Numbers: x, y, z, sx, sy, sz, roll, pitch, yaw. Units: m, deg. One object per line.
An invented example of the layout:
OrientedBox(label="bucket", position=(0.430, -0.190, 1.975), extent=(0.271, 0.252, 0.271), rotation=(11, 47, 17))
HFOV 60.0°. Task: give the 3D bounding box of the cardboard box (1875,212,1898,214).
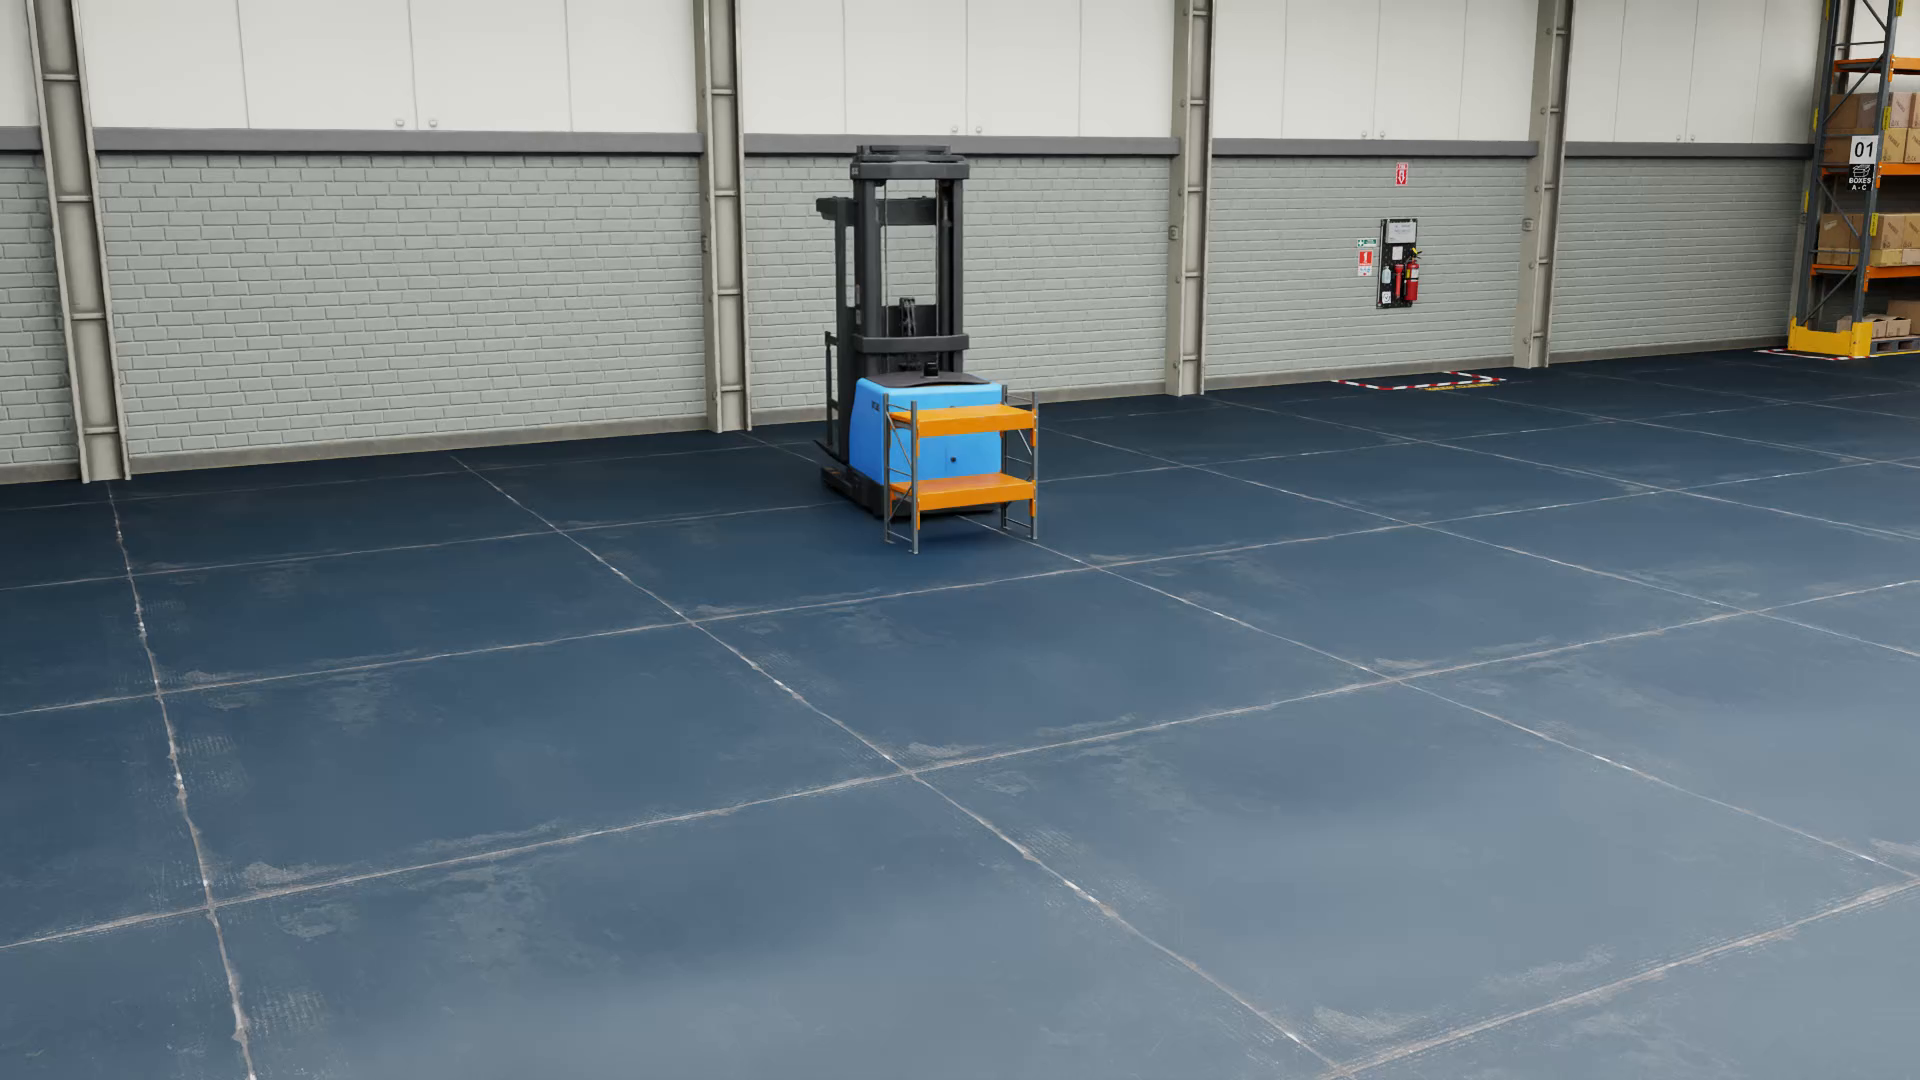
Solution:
OrientedBox(label="cardboard box", position=(14.331, -4.805, 25.715), extent=(0.500, 0.500, 0.500), rotation=(-7, 15, -29))

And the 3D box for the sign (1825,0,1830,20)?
OrientedBox(label="sign", position=(12.872, -7.874, 24.615), extent=(0.005, 0.325, 0.100), rotation=(-7, 14, -28))

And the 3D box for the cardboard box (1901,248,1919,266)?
OrientedBox(label="cardboard box", position=(14.150, -4.290, 25.134), extent=(0.500, 0.250, 0.500), rotation=(-7, 15, -30))

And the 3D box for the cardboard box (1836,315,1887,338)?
OrientedBox(label="cardboard box", position=(13.771, -3.264, 25.402), extent=(0.500, 0.311, 0.500), rotation=(-9, 15, -34))

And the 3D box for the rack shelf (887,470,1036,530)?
OrientedBox(label="rack shelf", position=(0.006, -0.311, 12.543), extent=(1.000, 0.278, 0.538), rotation=(-7, 14, -28))

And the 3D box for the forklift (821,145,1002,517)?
OrientedBox(label="forklift", position=(-0.592, -1.891, 14.336), extent=(1.130, 2.935, 3.031), rotation=(-4, 13, -18))

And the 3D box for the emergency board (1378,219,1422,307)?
OrientedBox(label="emergency board", position=(5.870, -3.662, 22.050), extent=(0.636, 1.158, 0.192), rotation=(-7, 14, -28))

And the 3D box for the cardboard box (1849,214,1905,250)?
OrientedBox(label="cardboard box", position=(13.683, -4.600, 24.806), extent=(0.500, 0.500, 0.500), rotation=(-7, 14, -28))

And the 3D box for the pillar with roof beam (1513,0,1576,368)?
OrientedBox(label="pillar with roof beam", position=(10.117, -6.012, 18.827), extent=(0.400, 9.000, 9.100), rotation=(-7, 14, -28))

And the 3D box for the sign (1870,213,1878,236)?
OrientedBox(label="sign", position=(13.381, -4.623, 24.349), extent=(0.005, 0.325, 0.100), rotation=(-7, 14, -28))

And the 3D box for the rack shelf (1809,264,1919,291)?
OrientedBox(label="rack shelf", position=(14.876, -4.165, 25.923), extent=(4.000, 0.370, 1.077), rotation=(-7, 14, -28))

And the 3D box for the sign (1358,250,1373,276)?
OrientedBox(label="sign", position=(5.332, -3.641, 21.875), extent=(0.234, 0.329, 0.001), rotation=(-7, 14, -28))

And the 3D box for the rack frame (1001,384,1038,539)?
OrientedBox(label="rack frame", position=(0.452, -0.603, 12.726), extent=(0.032, 1.125, 0.500), rotation=(-7, 14, -28))

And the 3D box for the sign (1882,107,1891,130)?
OrientedBox(label="sign", position=(13.381, -6.091, 24.019), extent=(0.005, 0.325, 0.100), rotation=(-7, 14, -28))

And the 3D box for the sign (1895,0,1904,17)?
OrientedBox(label="sign", position=(13.380, -7.622, 23.674), extent=(0.005, 0.325, 0.100), rotation=(-7, 14, -28))

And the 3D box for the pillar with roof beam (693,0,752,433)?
OrientedBox(label="pillar with roof beam", position=(-0.416, -4.749, 13.217), extent=(0.400, 9.000, 9.100), rotation=(-7, 14, -28))

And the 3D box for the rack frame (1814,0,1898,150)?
OrientedBox(label="rack frame", position=(13.120, -7.232, 24.250), extent=(0.127, 3.000, 1.000), rotation=(-7, 14, -28))

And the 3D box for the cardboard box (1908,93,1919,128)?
OrientedBox(label="cardboard box", position=(14.039, -6.352, 24.620), extent=(0.500, 0.500, 0.500), rotation=(-7, 14, -29))

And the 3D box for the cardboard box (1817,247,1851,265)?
OrientedBox(label="cardboard box", position=(13.438, -4.329, 25.307), extent=(0.500, 0.250, 0.500), rotation=(-7, 14, -27))

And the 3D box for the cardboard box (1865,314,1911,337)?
OrientedBox(label="cardboard box", position=(14.271, -3.324, 25.668), extent=(0.500, 0.311, 0.500), rotation=(-6, 14, -23))

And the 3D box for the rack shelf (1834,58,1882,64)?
OrientedBox(label="rack shelf", position=(14.876, -7.220, 25.235), extent=(3.809, 0.052, 0.919), rotation=(-7, 14, -28))

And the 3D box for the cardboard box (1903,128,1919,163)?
OrientedBox(label="cardboard box", position=(14.022, -5.864, 24.729), extent=(0.500, 0.500, 0.500), rotation=(-6, 14, -24))

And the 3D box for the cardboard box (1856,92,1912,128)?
OrientedBox(label="cardboard box", position=(13.575, -6.309, 24.429), extent=(0.500, 0.500, 0.500), rotation=(-8, 15, -32))

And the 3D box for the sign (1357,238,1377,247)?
OrientedBox(label="sign", position=(5.340, -3.898, 21.812), extent=(0.331, 0.109, 0.001), rotation=(-7, 14, -28))

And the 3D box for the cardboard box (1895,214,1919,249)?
OrientedBox(label="cardboard box", position=(14.122, -4.650, 25.029), extent=(0.500, 0.500, 0.500), rotation=(-7, 14, -28))

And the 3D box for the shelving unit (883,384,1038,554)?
OrientedBox(label="shelving unit", position=(0.006, -0.549, 12.489), extent=(1.048, 1.125, 0.538), rotation=(-7, 14, -28))

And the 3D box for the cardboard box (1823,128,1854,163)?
OrientedBox(label="cardboard box", position=(13.365, -5.920, 24.978), extent=(0.500, 0.500, 0.500), rotation=(-6, 14, -24))

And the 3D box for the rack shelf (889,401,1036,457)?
OrientedBox(label="rack shelf", position=(0.006, -0.835, 12.425), extent=(1.000, 0.278, 0.538), rotation=(-7, 14, -28))

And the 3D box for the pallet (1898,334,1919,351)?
OrientedBox(label="pallet", position=(14.987, -3.159, 26.166), extent=(1.213, 0.211, 1.003), rotation=(-7, 14, -28))

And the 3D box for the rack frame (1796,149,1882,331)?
OrientedBox(label="rack frame", position=(13.120, -4.306, 24.909), extent=(0.127, 3.000, 1.000), rotation=(-7, 14, -28))

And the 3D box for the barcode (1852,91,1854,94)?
OrientedBox(label="barcode", position=(13.504, -6.769, 25.153), extent=(0.075, 0.075, 0.001), rotation=(-7, 14, -28))

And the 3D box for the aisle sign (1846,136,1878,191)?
OrientedBox(label="aisle sign", position=(13.201, -5.508, 24.333), extent=(0.004, 0.787, 0.394), rotation=(-7, 14, -28))

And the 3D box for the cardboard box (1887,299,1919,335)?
OrientedBox(label="cardboard box", position=(14.939, -3.484, 25.948), extent=(0.500, 0.500, 0.700), rotation=(-8, 15, -31))

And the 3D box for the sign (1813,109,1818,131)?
OrientedBox(label="sign", position=(12.872, -6.310, 24.967), extent=(0.005, 0.325, 0.100), rotation=(-7, 14, -28))

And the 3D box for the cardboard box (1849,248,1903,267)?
OrientedBox(label="cardboard box", position=(13.701, -4.232, 24.879), extent=(0.500, 0.250, 0.500), rotation=(-7, 15, -29))

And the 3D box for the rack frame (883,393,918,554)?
OrientedBox(label="rack frame", position=(-0.440, -0.496, 12.251), extent=(0.032, 1.125, 0.500), rotation=(-7, 14, -28))

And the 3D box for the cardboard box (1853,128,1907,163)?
OrientedBox(label="cardboard box", position=(13.534, -5.814, 24.508), extent=(0.500, 0.500, 0.500), rotation=(-6, 14, -26))

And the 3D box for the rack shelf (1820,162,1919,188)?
OrientedBox(label="rack shelf", position=(14.876, -5.628, 25.593), extent=(4.000, 0.370, 1.077), rotation=(-7, 14, -28))

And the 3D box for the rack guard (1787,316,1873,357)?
OrientedBox(label="rack guard", position=(13.187, -3.094, 25.219), extent=(0.348, 0.500, 1.175), rotation=(-7, 14, -28))
